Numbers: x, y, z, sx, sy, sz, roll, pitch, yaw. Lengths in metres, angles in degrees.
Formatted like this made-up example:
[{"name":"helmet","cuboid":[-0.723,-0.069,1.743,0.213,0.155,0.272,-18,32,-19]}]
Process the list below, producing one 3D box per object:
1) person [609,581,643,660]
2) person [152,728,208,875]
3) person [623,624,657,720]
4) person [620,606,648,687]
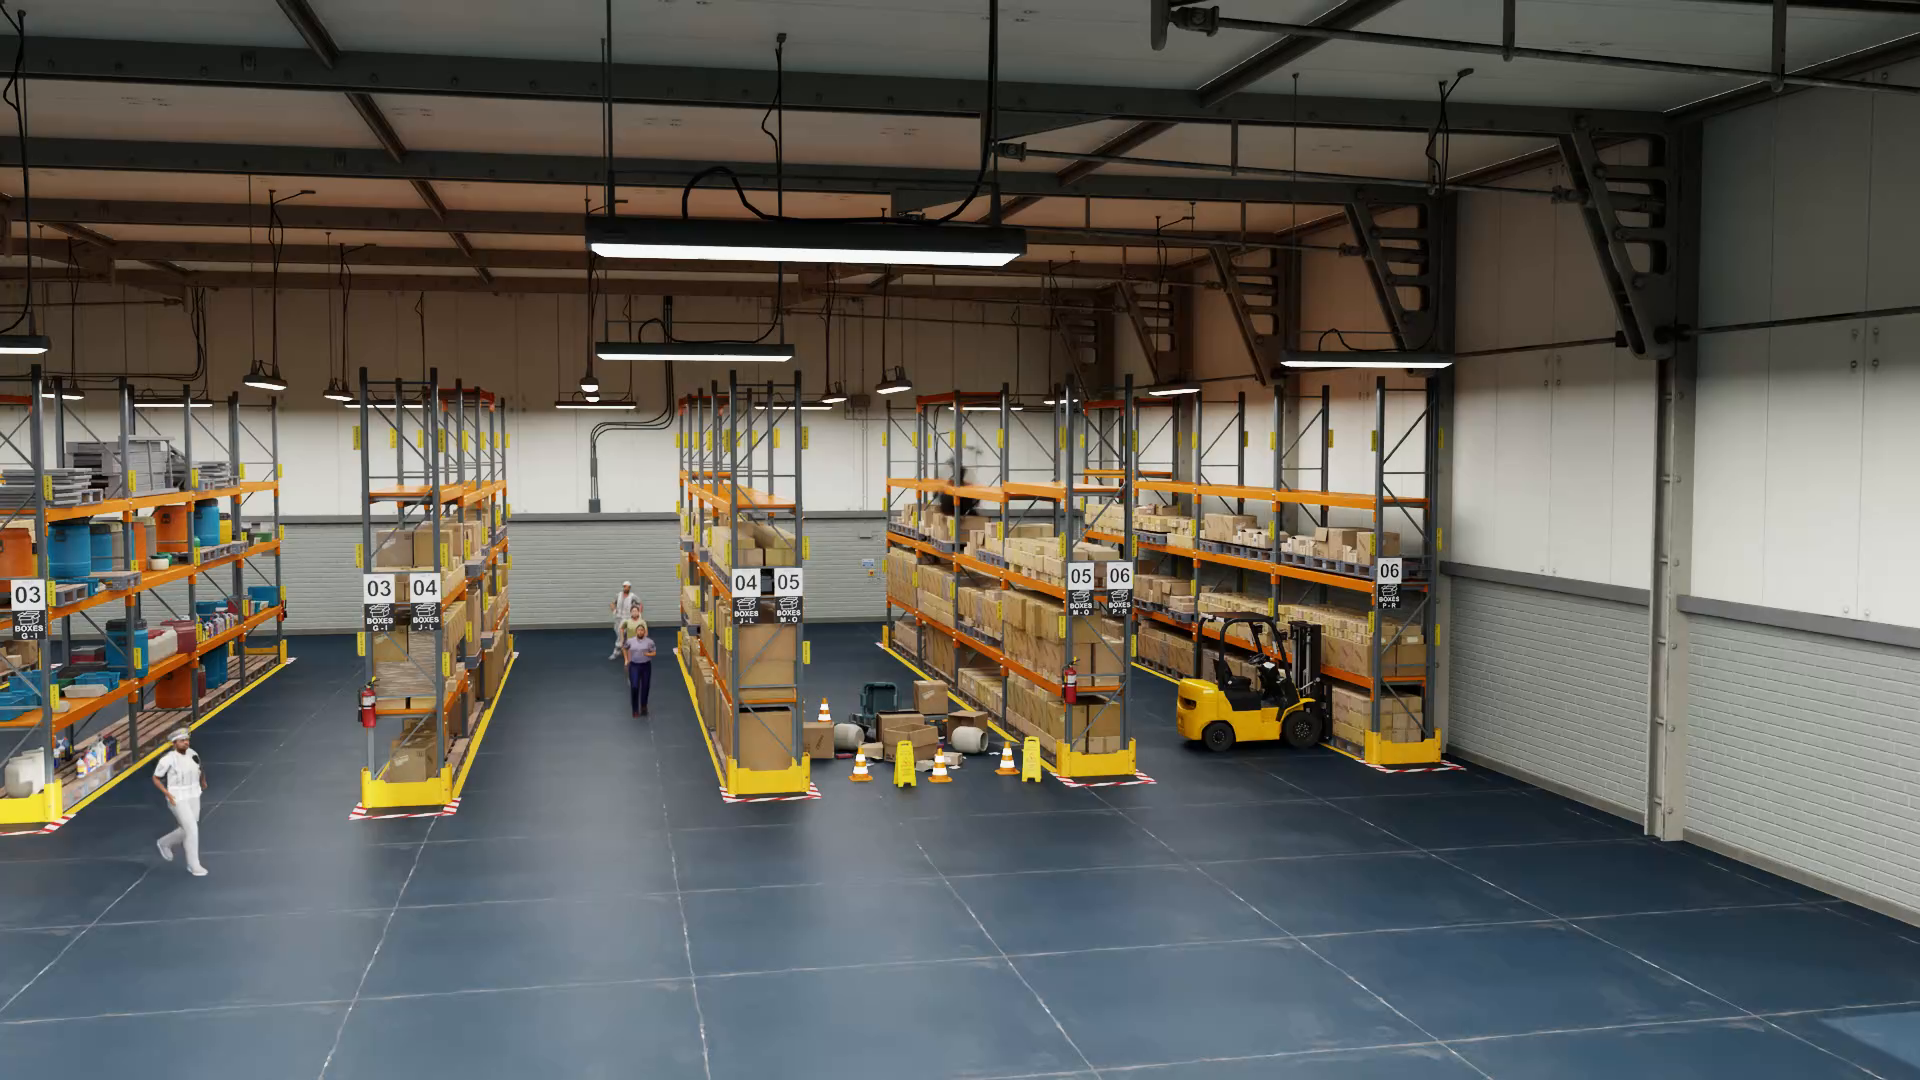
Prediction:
[{"name":"person","cuboid":[-7.697,1.819,38.118,0.729,1.769,0.909,1,4,14]},{"name":"person","cuboid":[-9.055,3.018,19.341,0.792,1.703,0.574,2,4,25]},{"name":"person","cuboid":[-5.813,2.385,30.229,0.580,1.703,0.770,-1,4,-17]},{"name":"person","cuboid":[-6.604,2.156,33.749,0.558,1.638,0.626,-1,4,-15]}]
